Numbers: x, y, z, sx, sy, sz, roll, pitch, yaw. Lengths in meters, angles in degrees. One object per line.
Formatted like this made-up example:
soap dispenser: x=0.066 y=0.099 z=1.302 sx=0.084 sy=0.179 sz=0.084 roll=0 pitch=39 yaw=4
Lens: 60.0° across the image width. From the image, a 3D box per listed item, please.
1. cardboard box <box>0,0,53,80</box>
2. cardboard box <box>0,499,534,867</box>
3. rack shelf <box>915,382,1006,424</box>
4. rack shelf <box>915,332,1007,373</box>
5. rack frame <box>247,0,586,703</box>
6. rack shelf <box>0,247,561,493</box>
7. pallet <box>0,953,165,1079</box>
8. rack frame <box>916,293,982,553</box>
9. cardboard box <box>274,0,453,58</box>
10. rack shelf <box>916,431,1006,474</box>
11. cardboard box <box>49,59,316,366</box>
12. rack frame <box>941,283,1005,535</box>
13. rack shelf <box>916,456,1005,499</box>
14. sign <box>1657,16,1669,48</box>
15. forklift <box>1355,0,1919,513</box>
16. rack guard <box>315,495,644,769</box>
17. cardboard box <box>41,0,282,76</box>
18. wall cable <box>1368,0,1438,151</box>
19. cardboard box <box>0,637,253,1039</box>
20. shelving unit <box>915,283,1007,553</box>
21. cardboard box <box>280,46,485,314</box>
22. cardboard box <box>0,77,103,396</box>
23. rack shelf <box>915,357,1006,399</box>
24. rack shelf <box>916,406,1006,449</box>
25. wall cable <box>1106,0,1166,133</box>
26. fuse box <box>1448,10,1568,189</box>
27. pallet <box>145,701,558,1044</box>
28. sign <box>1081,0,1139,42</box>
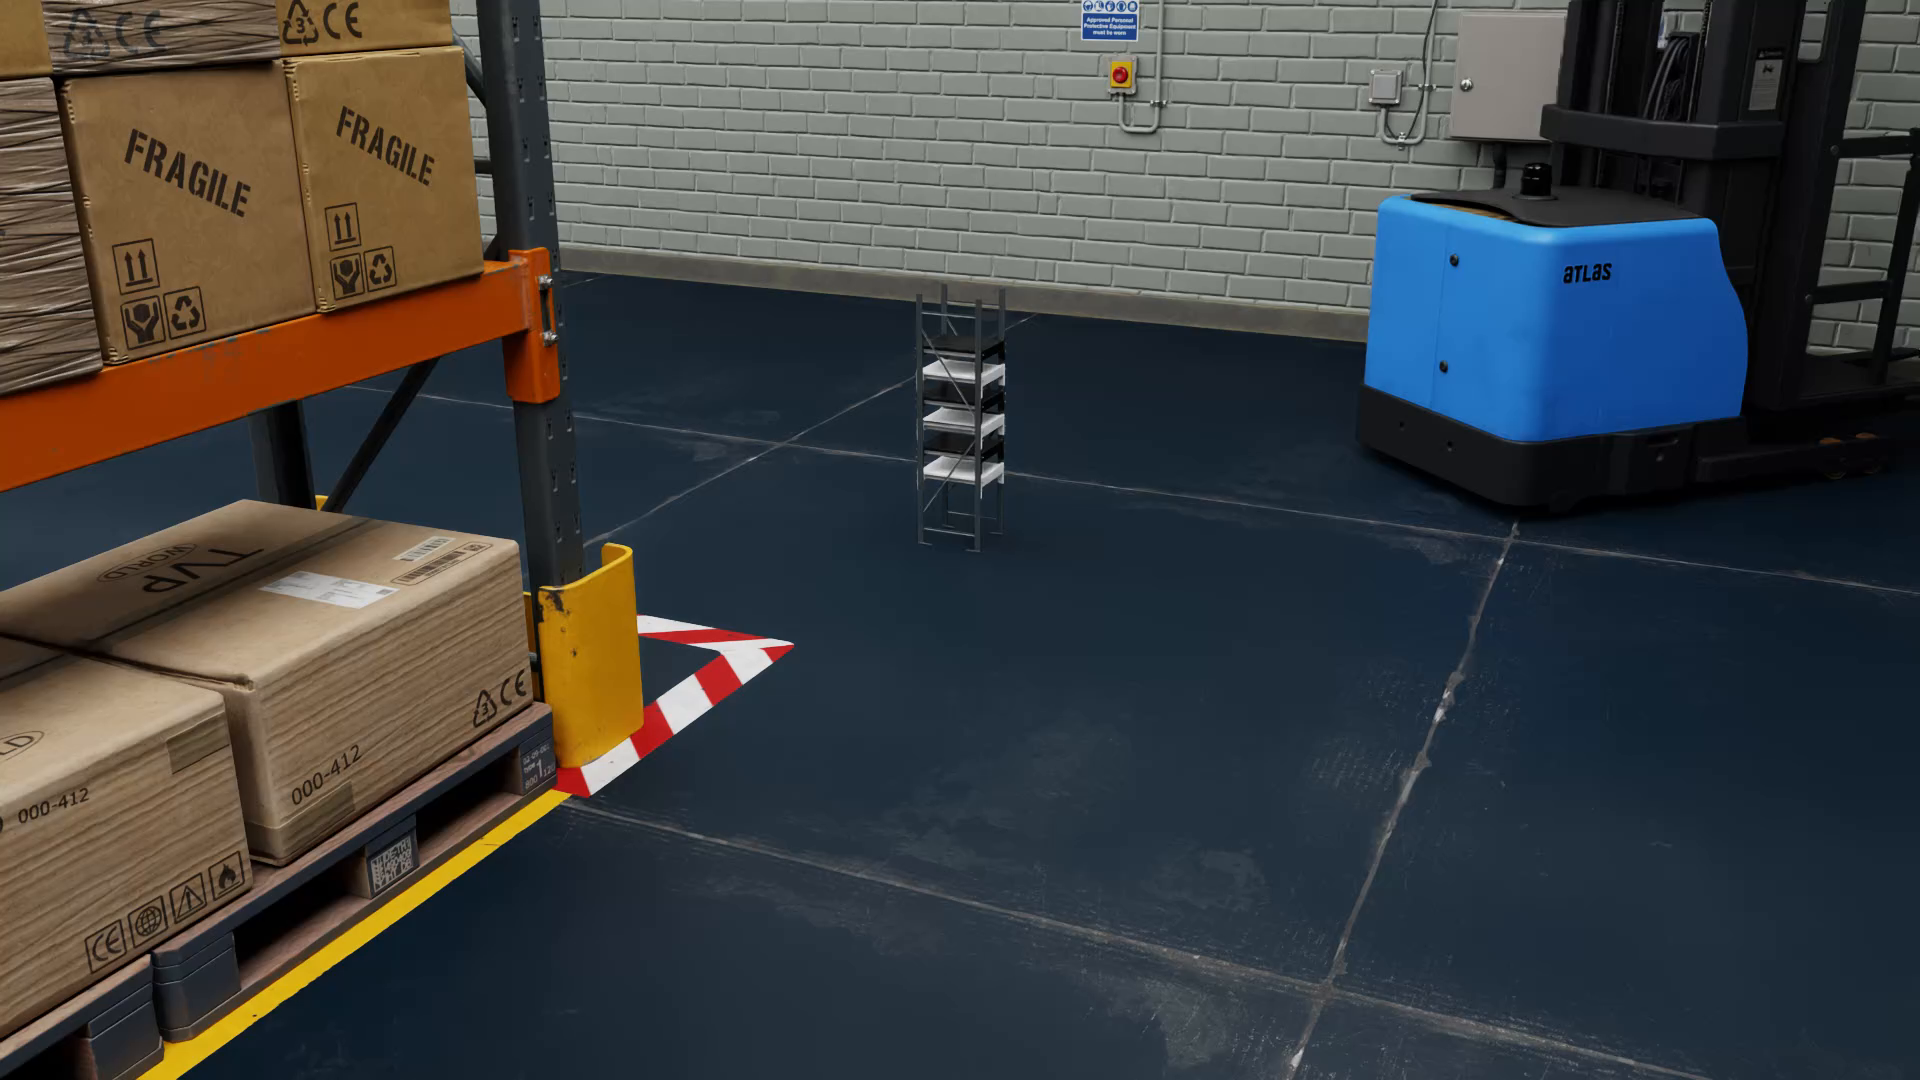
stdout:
cardboard box: x=-1.829 y=-0.963 z=2.560 sx=0.500 sy=0.500 sz=0.500 roll=8 pitch=21 yaw=22
cardboard box: x=-1.636 y=0.285 z=3.888 sx=0.875 sy=0.438 sz=0.875 roll=8 pitch=21 yaw=21
rack shelf: x=0.003 y=-0.480 z=5.806 sx=0.258 sy=0.077 sz=0.200 roll=9 pitch=21 yaw=23
rack shelf: x=0.003 y=-0.649 z=5.746 sx=0.258 sy=0.077 sz=0.200 roll=9 pitch=21 yaw=23
rack frame: x=-1.457 y=-0.940 z=4.135 sx=1.000 sy=3.000 sz=0.127 roll=9 pitch=21 yaw=23
rack shelf: x=-2.276 y=0.011 z=2.536 sx=1.077 sy=0.370 sz=4.000 roll=9 pitch=21 yaw=23
pallet: x=-2.214 y=1.001 z=2.840 sx=1.003 sy=0.211 sz=1.213 roll=9 pitch=21 yaw=23
rack frame: x=-0.038 y=-0.395 z=5.738 sx=0.240 sy=0.900 sz=0.006 roll=9 pitch=21 yaw=23
cardboard box: x=-1.437 y=-1.278 z=3.444 sx=0.500 sy=0.500 sz=0.500 roll=9 pitch=22 yaw=24
rack shelf: x=0.003 y=-0.310 z=5.866 sx=0.258 sy=0.077 sz=0.200 roll=9 pitch=21 yaw=23
cardboard box: x=-1.632 y=-0.652 z=3.176 sx=0.500 sy=0.500 sz=0.500 roll=8 pitch=21 yaw=22
rack frame: x=0.045 y=-0.458 z=5.912 sx=0.240 sy=0.900 sz=0.006 roll=9 pitch=21 yaw=23
rack shelf: x=0.003 y=-0.225 z=5.896 sx=0.258 sy=0.077 sz=0.200 roll=9 pitch=21 yaw=23
sign: x=3.223 y=-2.285 z=8.058 sx=0.329 sy=0.494 sz=0.001 roll=9 pitch=21 yaw=23
forklift: x=3.219 y=-1.778 z=6.594 sx=3.031 sy=2.935 sz=1.130 roll=-8 pitch=21 yaw=-21
rack guard: x=-1.447 y=0.231 z=4.574 sx=1.175 sy=0.500 sz=0.348 roll=9 pitch=21 yaw=23
cardboard box: x=-1.624 y=-1.114 z=2.984 sx=0.500 sy=0.500 sz=0.500 roll=9 pitch=21 yaw=23
wall cable: x=2.130 y=-2.954 z=8.283 sx=0.588 sy=1.984 sz=0.122 roll=9 pitch=21 yaw=23
cardboard box: x=-2.003 y=0.566 z=3.098 sx=0.875 sy=0.438 sz=0.875 roll=9 pitch=22 yaw=24
shelving unit: x=0.003 y=-0.426 z=5.825 sx=0.258 sy=0.900 sz=0.210 roll=9 pitch=21 yaw=23
cardboard box: x=-1.413 y=-0.803 z=3.601 sx=0.500 sy=0.500 sz=0.500 roll=9 pitch=21 yaw=23
cardboard box: x=-1.834 y=-0.493 z=2.730 sx=0.500 sy=0.500 sz=0.500 roll=9 pitch=22 yaw=24
rack shelf: x=0.003 y=-0.565 z=5.776 sx=0.258 sy=0.077 sz=0.200 roll=9 pitch=21 yaw=23
rack shelf: x=0.003 y=-0.395 z=5.836 sx=0.258 sy=0.077 sz=0.200 roll=9 pitch=21 yaw=23
wall cable: x=0.831 y=-3.160 z=8.815 sx=0.585 sy=1.953 sz=0.123 roll=9 pitch=21 yaw=23
fuse box: x=2.688 y=-1.727 z=8.271 sx=0.539 sy=1.711 sz=0.414 roll=9 pitch=21 yaw=23
pallet: x=-1.713 y=0.629 z=3.885 sx=1.003 sy=0.211 sz=1.213 roll=9 pitch=21 yaw=23
sign: x=0.812 y=-2.819 z=9.017 sx=0.327 sy=0.218 sz=0.001 roll=9 pitch=21 yaw=23
